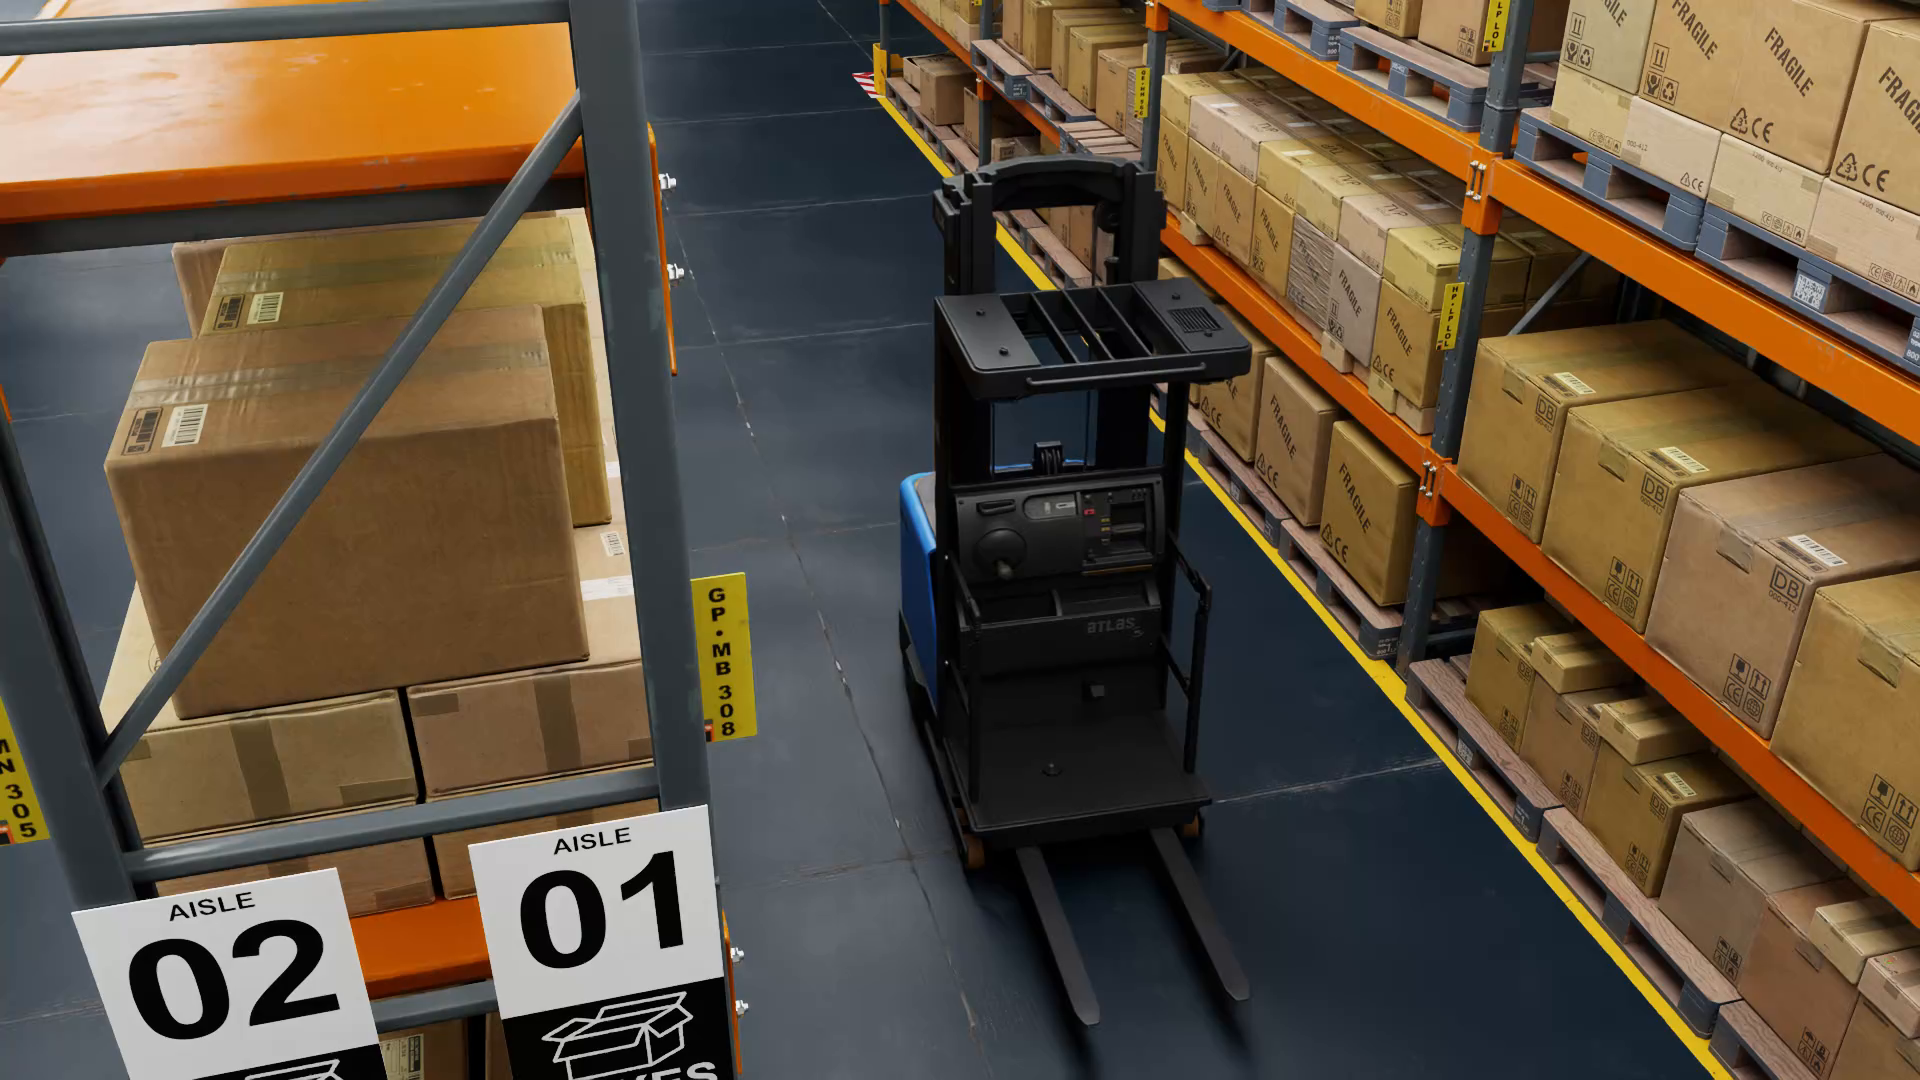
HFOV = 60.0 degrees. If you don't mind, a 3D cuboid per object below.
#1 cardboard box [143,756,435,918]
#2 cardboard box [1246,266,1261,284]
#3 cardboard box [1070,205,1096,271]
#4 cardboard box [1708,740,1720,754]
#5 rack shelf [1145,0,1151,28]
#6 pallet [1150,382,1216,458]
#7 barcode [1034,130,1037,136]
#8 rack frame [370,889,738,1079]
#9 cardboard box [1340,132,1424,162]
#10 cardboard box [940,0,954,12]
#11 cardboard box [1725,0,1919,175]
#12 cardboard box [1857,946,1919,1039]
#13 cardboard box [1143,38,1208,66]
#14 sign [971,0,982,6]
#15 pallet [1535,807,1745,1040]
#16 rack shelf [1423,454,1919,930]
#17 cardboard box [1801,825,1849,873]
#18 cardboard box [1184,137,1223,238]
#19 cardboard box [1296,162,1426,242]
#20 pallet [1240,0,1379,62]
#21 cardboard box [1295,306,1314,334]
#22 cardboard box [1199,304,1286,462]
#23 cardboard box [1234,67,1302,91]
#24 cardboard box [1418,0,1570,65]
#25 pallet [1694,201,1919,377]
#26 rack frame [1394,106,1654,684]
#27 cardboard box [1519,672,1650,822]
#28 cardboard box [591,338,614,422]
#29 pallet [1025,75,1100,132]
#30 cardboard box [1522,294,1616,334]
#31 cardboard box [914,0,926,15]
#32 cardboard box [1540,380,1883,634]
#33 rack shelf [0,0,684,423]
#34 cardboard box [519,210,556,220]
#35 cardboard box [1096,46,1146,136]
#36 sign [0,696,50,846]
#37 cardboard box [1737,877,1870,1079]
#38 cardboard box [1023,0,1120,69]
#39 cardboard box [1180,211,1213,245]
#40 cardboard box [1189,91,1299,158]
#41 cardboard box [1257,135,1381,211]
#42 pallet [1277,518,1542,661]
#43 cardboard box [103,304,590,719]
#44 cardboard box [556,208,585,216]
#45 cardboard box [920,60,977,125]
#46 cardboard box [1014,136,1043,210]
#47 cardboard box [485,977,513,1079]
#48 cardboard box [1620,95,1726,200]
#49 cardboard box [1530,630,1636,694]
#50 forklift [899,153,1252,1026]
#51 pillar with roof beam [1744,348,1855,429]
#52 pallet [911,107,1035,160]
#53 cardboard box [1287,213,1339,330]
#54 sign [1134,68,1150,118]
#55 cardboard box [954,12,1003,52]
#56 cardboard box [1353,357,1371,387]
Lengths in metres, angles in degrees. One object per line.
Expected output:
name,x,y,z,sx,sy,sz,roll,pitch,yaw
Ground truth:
cardboard box,-1.311,0.503,3.273,0.500,0.250,0.500,-8,31,-13
cardboard box,1.963,-1.667,10.098,0.380,0.149,0.250,-7,31,-13
cardboard box,1.306,-2.525,13.405,0.700,0.500,0.500,-8,31,-14
cardboard box,3.324,0.758,7.105,0.380,0.149,0.250,-8,31,-13
rack shelf,1.200,-4.528,12.533,1.077,0.370,4.000,-8,31,-13
pallet,1.867,-0.977,11.459,1.003,0.211,1.213,-8,31,-13
barcode,0.733,-3.945,16.138,0.001,0.075,0.075,-8,31,-13
rack frame,-0.921,1.949,3.619,1.000,3.000,0.127,-8,31,-13
cardboard box,2.504,-2.151,9.538,0.500,0.250,0.500,-9,31,-14
cardboard box,0.108,-5.203,15.357,0.500,0.500,0.500,-8,31,-14
cardboard box,2.990,-1.559,5.568,0.500,0.500,0.500,-8,31,-13
cardboard box,3.362,1.546,5.745,0.380,0.149,0.250,-8,31,-14
cardboard box,1.511,-3.406,11.684,0.380,0.149,0.250,-13,33,-22
sign,0.148,-4.806,14.425,0.100,0.325,0.005,-8,31,-13
pallet,3.246,1.532,7.124,1.003,0.211,1.213,-8,31,-13
rack shelf,3.323,0.634,6.609,1.077,0.370,4.000,-8,31,-13
cardboard box,3.529,1.129,6.465,0.380,0.149,0.250,-7,31,-13
cardboard box,1.743,-2.233,10.428,0.500,0.500,0.500,-7,31,-12
cardboard box,2.160,-1.835,8.991,0.500,0.250,0.500,-7,31,-12
pallet,2.253,-2.948,9.274,1.003,0.211,1.213,-6,31,-11
cardboard box,2.135,-1.288,9.443,0.380,0.149,0.250,-9,31,-15
cardboard box,2.026,-1.030,10.493,0.750,0.750,0.750,-8,31,-14
cardboard box,2.101,-2.896,10.824,0.500,0.250,0.500,-7,31,-12
cardboard box,2.665,-2.615,7.971,0.700,0.500,0.500,-10,31,-16
pallet,3.320,-0.918,5.667,1.003,0.211,1.213,-8,31,-13
rack frame,2.793,-0.643,8.098,1.000,3.000,0.127,-8,31,-13
cardboard box,3.022,0.875,7.551,0.700,0.500,0.500,-8,31,-14
cardboard box,-1.071,-0.266,4.103,0.500,0.250,0.500,-8,31,-13
pallet,1.166,-3.443,13.126,1.003,0.211,1.213,-8,31,-13
cardboard box,2.913,-1.079,8.435,0.500,0.500,0.500,-9,31,-15
cardboard box,-0.156,-5.365,16.385,0.500,0.250,0.500,-8,31,-13
cardboard box,3.109,-0.156,6.956,0.980,0.700,0.700,-9,31,-15
rack shelf,-1.452,-1.300,3.966,1.077,0.370,4.000,-8,31,-13
cardboard box,-1.403,-0.805,4.285,0.700,0.500,0.500,-8,31,-13
cardboard box,1.422,-3.301,12.150,0.700,0.500,0.500,-11,32,-18
sign,-1.461,0.332,2.535,0.100,0.325,0.005,-8,31,-13
cardboard box,3.439,1.622,6.260,0.700,0.500,0.500,-8,31,-13
cardboard box,0.913,-4.219,13.738,0.700,0.500,0.500,-5,30,-8
cardboard box,1.642,-2.023,10.712,0.380,0.149,0.250,-7,31,-12
cardboard box,1.746,-2.567,10.257,0.500,0.250,0.500,-8,31,-14
cardboard box,2.024,-2.081,9.416,0.500,0.250,0.500,-8,31,-14
pallet,2.515,0.201,9.423,1.003,0.211,1.213,-8,31,-13
cardboard box,-1.073,-0.071,3.017,0.700,0.500,0.500,-8,31,-13
cardboard box,-1.462,-0.992,5.356,0.500,0.250,0.500,-8,31,-13
cardboard box,0.002,-4.565,16.930,0.700,0.500,0.500,-10,31,-16
cardboard box,0.881,-3.262,14.679,0.700,0.500,0.500,-7,31,-12
cardboard box,-0.784,1.224,3.774,0.500,0.500,0.500,-7,31,-12
cardboard box,2.843,-1.485,6.188,0.500,0.250,0.500,-9,31,-14
cardboard box,2.807,0.541,7.481,0.380,0.149,0.250,-7,31,-12
forklift,0.488,-0.001,7.056,1.130,2.935,3.031,-6,31,-10
pillar with roof beam,-0.338,-2.444,5.221,9.100,9.000,0.400,-8,31,-13
pallet,0.129,-4.210,17.044,1.003,0.211,1.213,-8,31,-13
cardboard box,2.157,-1.502,9.165,0.500,0.500,0.500,-8,31,-13
sign,1.210,-2.965,11.033,0.100,0.325,0.005,-8,31,-13
cardboard box,0.251,-4.639,15.132,0.500,0.250,0.500,-8,31,-13
cardboard box,2.315,-0.918,8.804,0.380,0.149,0.250,-7,31,-12
